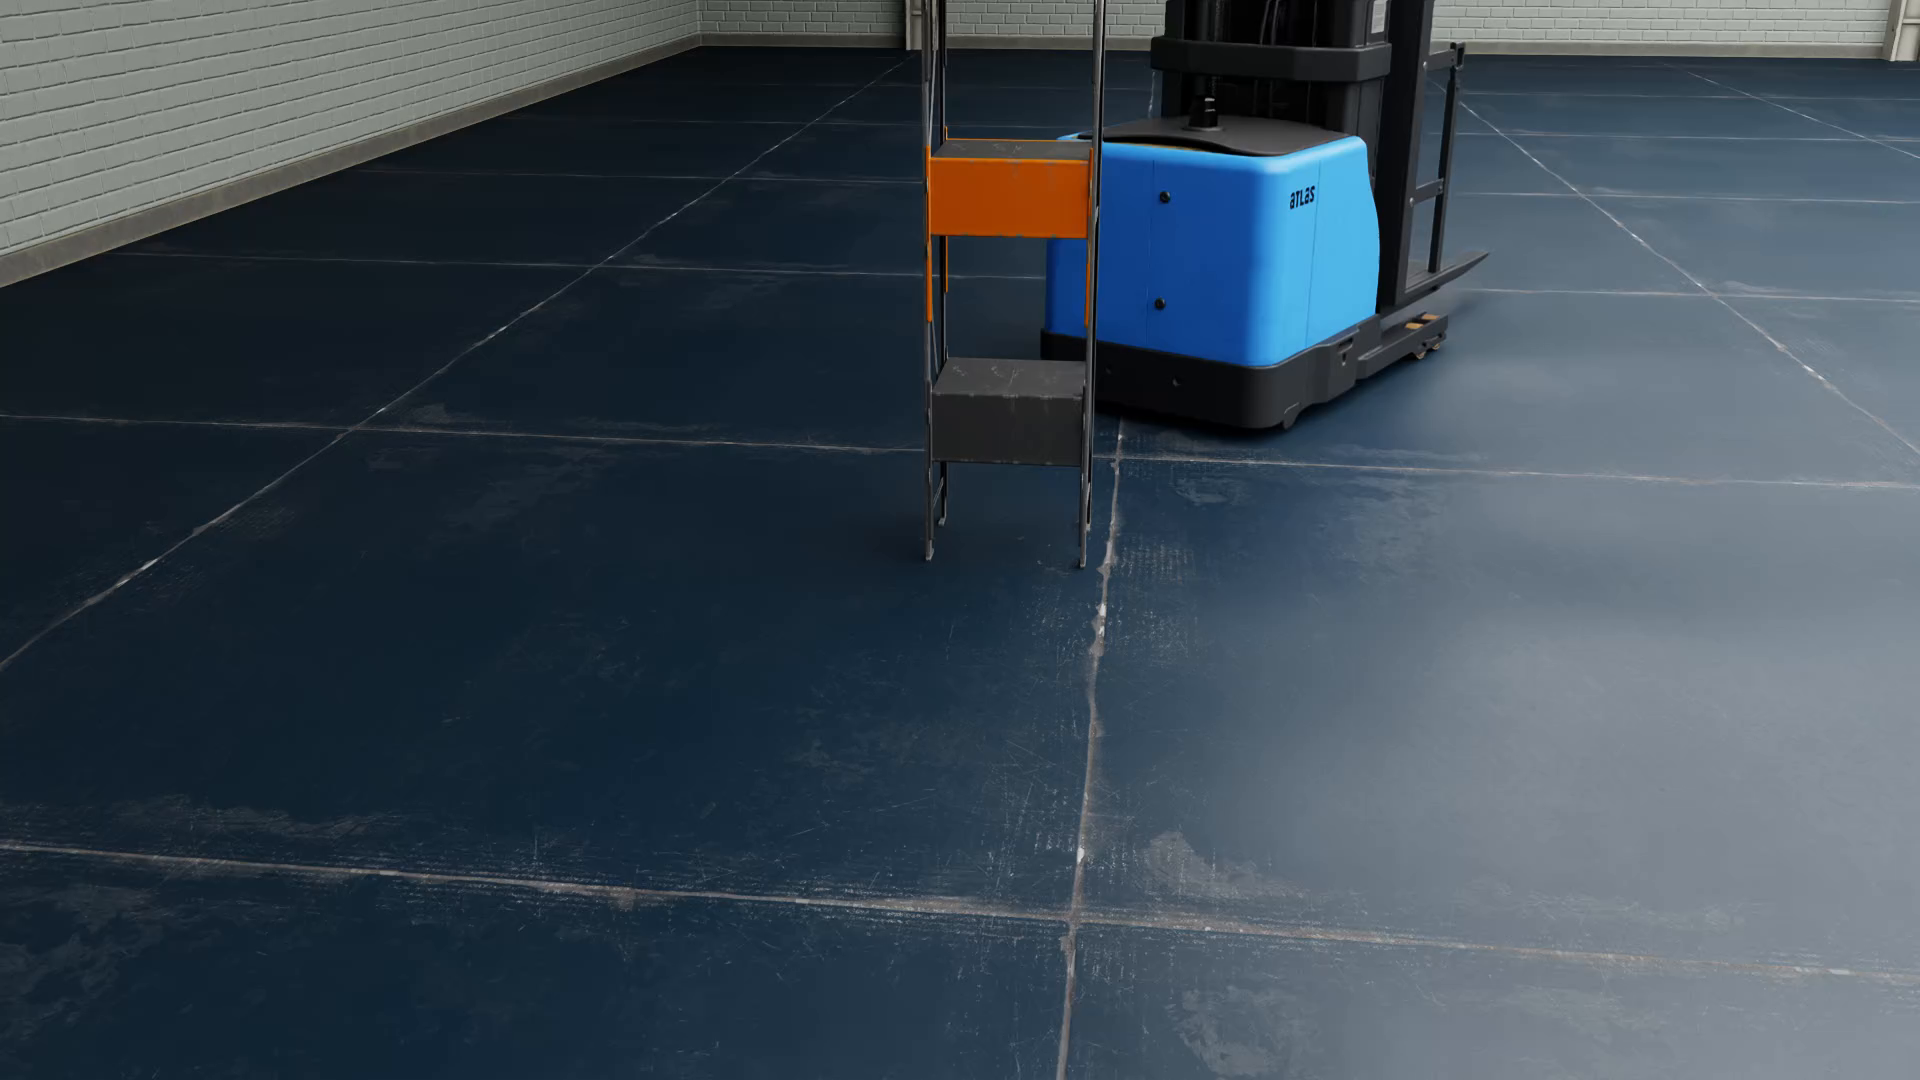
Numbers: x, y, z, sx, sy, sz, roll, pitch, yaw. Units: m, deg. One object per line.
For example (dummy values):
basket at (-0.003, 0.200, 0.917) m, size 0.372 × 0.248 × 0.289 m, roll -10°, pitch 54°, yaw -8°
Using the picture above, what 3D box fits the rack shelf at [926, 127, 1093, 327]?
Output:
rack shelf at (0.164, -0.957, 5.041) m, size 0.480 × 0.518 × 0.431 m, roll 2°, pitch 22°, yaw 6°

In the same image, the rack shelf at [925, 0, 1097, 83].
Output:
rack shelf at (0.164, -1.608, 4.783) m, size 0.480 × 0.518 × 0.431 m, roll 2°, pitch 22°, yaw 6°

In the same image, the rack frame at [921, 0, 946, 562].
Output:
rack frame at (-0.078, -0.980, 5.062) m, size 0.015 × 2.100 × 0.400 m, roll 2°, pitch 22°, yaw 6°

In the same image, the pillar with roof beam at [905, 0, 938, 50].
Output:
pillar with roof beam at (-0.990, -8.960, 15.863) m, size 0.400 × 9.000 × 9.100 m, roll 2°, pitch 22°, yaw 6°

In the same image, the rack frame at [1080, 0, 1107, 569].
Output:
rack frame at (0.407, -0.959, 5.009) m, size 0.015 × 2.100 × 0.400 m, roll 2°, pitch 22°, yaw 6°

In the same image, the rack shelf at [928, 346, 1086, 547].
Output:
rack shelf at (0.164, -0.306, 5.298) m, size 0.480 × 0.518 × 0.431 m, roll 2°, pitch 22°, yaw 6°

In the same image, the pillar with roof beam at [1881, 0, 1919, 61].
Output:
pillar with roof beam at (10.927, -8.440, 14.550) m, size 0.400 × 9.000 × 9.100 m, roll 2°, pitch 22°, yaw 6°

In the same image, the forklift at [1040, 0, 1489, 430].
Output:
forklift at (1.591, -2.268, 7.189) m, size 1.130 × 2.935 × 3.031 m, roll 15°, pitch 26°, yaw 33°

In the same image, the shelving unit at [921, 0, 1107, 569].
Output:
shelving unit at (0.164, -0.969, 5.036) m, size 0.503 × 2.100 × 0.431 m, roll 2°, pitch 22°, yaw 6°
